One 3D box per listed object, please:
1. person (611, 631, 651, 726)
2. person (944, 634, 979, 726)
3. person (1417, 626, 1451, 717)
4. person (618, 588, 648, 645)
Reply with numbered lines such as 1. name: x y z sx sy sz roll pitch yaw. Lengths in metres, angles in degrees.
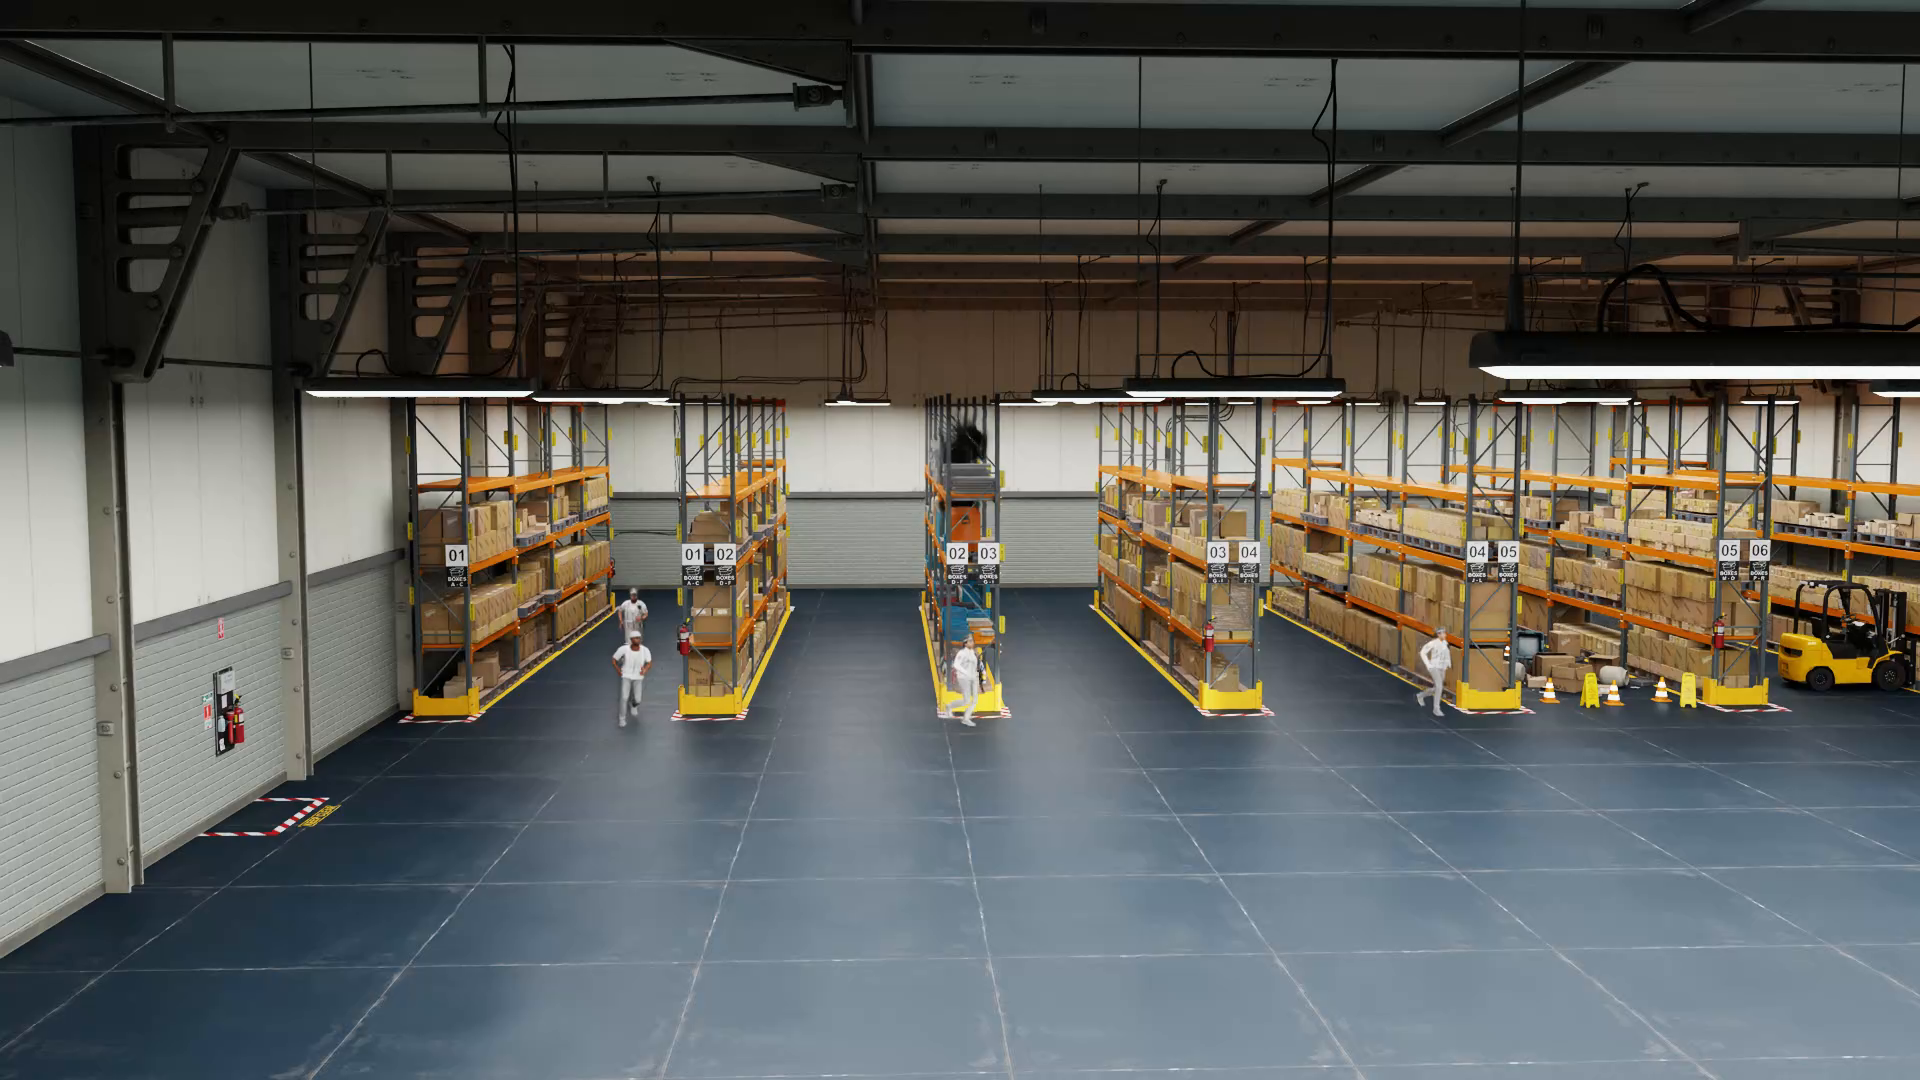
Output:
1. person: -5.975 2.496 30.329 0.721 1.693 0.662 -2 5 -20
2. person: 0.075 2.521 30.210 0.620 1.665 0.637 3 5 31
3. person: 8.943 2.447 31.302 0.624 1.686 0.770 -3 5 -31
4. person: -7.215 1.940 36.748 0.647 1.748 0.659 -1 5 -13
